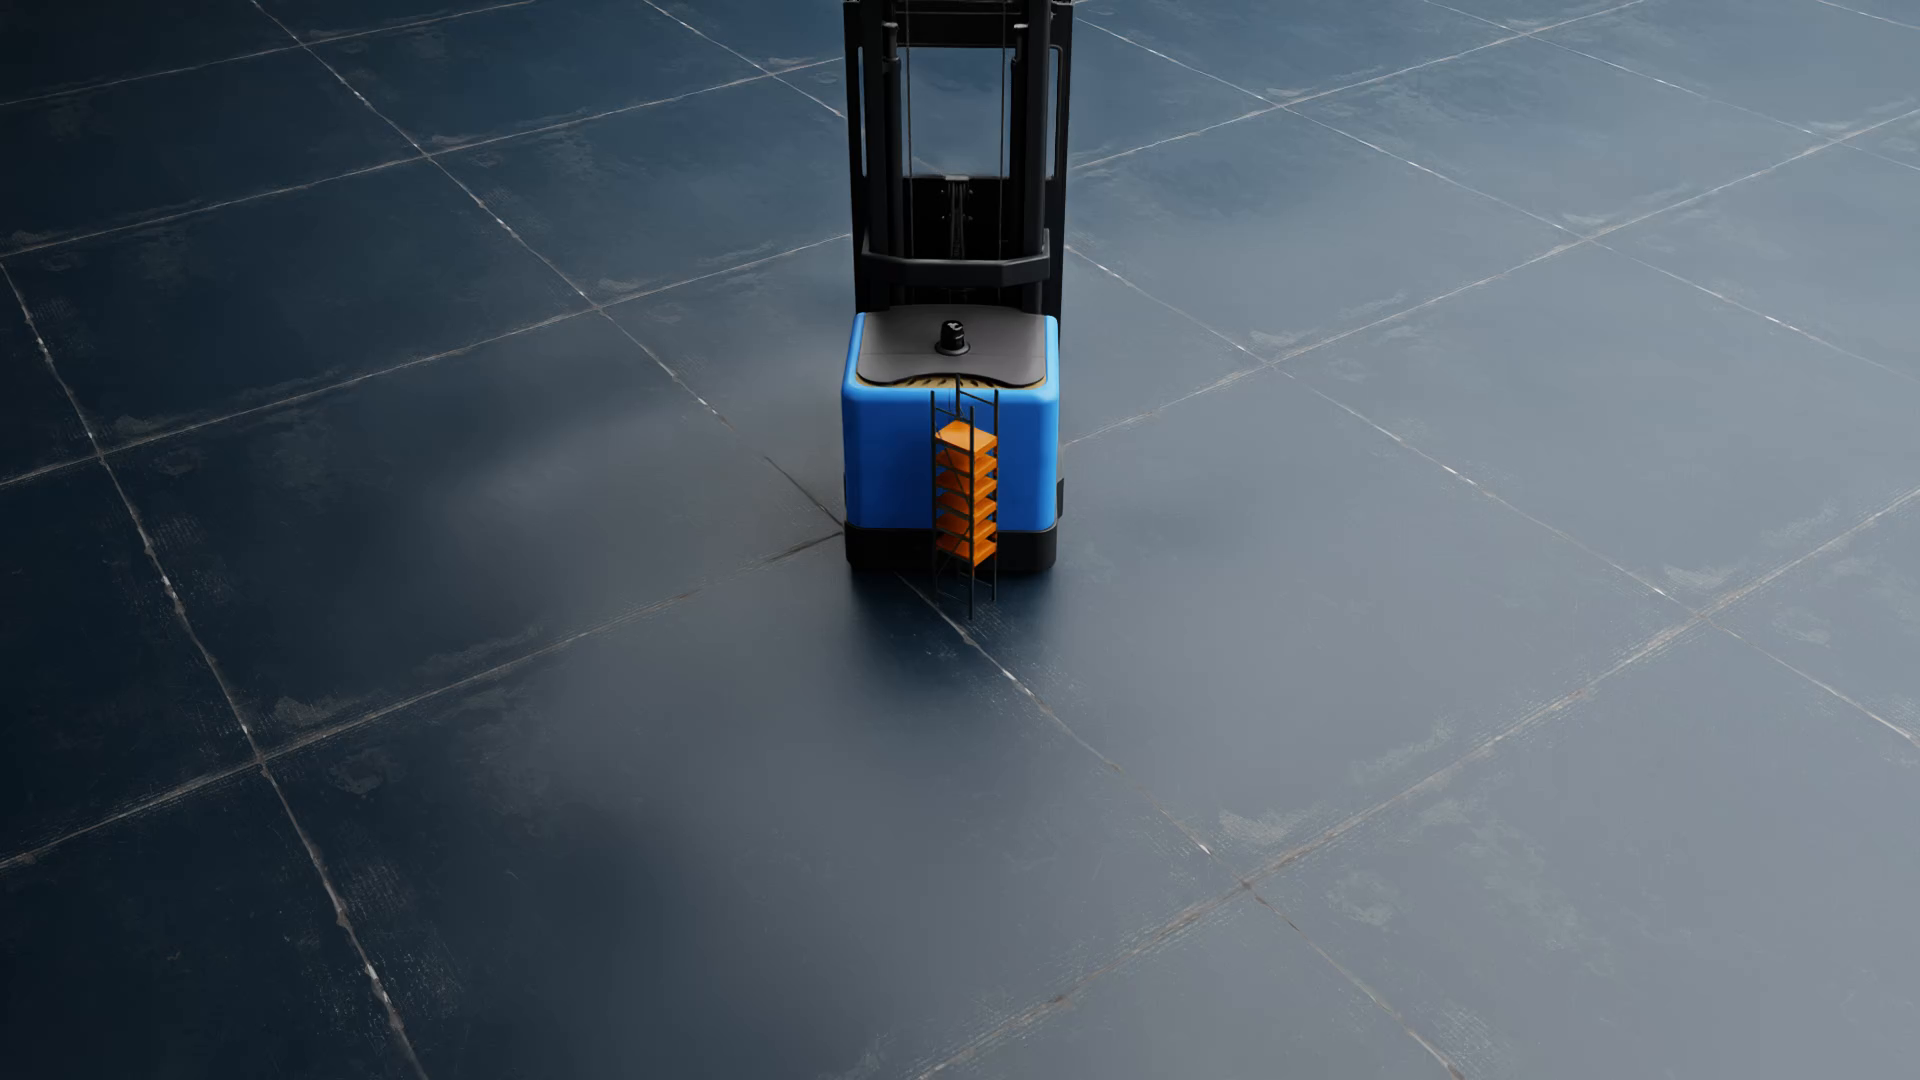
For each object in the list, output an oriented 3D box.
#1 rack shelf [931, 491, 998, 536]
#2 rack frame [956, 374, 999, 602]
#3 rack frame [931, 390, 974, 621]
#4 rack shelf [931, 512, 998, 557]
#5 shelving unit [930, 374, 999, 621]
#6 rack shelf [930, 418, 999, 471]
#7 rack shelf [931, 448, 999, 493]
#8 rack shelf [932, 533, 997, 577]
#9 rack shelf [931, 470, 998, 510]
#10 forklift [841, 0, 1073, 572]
[{"bbox_3d":[0.021,-0.146,7.815,0.258,0.103,0.180,24,42,30],"label":"rack shelf"},{"bbox_3d":[0.077,-0.224,7.848,0.240,1.200,0.006,24,42,30],"label":"rack frame"},{"bbox_3d":[-0.034,-0.140,7.730,0.240,1.200,0.006,24,42,30],"label":"rack frame"},{"bbox_3d":[0.021,-0.049,7.885,0.258,0.103,0.180,24,42,30],"label":"rack shelf"},{"bbox_3d":[0.021,-0.182,7.789,0.258,1.200,0.189,24,42,30],"label":"shelving unit"},{"bbox_3d":[0.021,-0.438,7.605,0.258,0.103,0.180,24,42,30],"label":"rack shelf"},{"bbox_3d":[0.021,-0.341,7.675,0.258,0.103,0.180,24,42,30],"label":"rack shelf"},{"bbox_3d":[0.021,0.049,7.955,0.258,0.103,0.180,24,42,30],"label":"rack shelf"},{"bbox_3d":[0.021,-0.243,7.745,0.258,0.103,0.180,24,42,30],"label":"rack shelf"},{"bbox_3d":[0.000,-1.865,8.646,1.130,2.935,3.031,1,36,2],"label":"forklift"}]
